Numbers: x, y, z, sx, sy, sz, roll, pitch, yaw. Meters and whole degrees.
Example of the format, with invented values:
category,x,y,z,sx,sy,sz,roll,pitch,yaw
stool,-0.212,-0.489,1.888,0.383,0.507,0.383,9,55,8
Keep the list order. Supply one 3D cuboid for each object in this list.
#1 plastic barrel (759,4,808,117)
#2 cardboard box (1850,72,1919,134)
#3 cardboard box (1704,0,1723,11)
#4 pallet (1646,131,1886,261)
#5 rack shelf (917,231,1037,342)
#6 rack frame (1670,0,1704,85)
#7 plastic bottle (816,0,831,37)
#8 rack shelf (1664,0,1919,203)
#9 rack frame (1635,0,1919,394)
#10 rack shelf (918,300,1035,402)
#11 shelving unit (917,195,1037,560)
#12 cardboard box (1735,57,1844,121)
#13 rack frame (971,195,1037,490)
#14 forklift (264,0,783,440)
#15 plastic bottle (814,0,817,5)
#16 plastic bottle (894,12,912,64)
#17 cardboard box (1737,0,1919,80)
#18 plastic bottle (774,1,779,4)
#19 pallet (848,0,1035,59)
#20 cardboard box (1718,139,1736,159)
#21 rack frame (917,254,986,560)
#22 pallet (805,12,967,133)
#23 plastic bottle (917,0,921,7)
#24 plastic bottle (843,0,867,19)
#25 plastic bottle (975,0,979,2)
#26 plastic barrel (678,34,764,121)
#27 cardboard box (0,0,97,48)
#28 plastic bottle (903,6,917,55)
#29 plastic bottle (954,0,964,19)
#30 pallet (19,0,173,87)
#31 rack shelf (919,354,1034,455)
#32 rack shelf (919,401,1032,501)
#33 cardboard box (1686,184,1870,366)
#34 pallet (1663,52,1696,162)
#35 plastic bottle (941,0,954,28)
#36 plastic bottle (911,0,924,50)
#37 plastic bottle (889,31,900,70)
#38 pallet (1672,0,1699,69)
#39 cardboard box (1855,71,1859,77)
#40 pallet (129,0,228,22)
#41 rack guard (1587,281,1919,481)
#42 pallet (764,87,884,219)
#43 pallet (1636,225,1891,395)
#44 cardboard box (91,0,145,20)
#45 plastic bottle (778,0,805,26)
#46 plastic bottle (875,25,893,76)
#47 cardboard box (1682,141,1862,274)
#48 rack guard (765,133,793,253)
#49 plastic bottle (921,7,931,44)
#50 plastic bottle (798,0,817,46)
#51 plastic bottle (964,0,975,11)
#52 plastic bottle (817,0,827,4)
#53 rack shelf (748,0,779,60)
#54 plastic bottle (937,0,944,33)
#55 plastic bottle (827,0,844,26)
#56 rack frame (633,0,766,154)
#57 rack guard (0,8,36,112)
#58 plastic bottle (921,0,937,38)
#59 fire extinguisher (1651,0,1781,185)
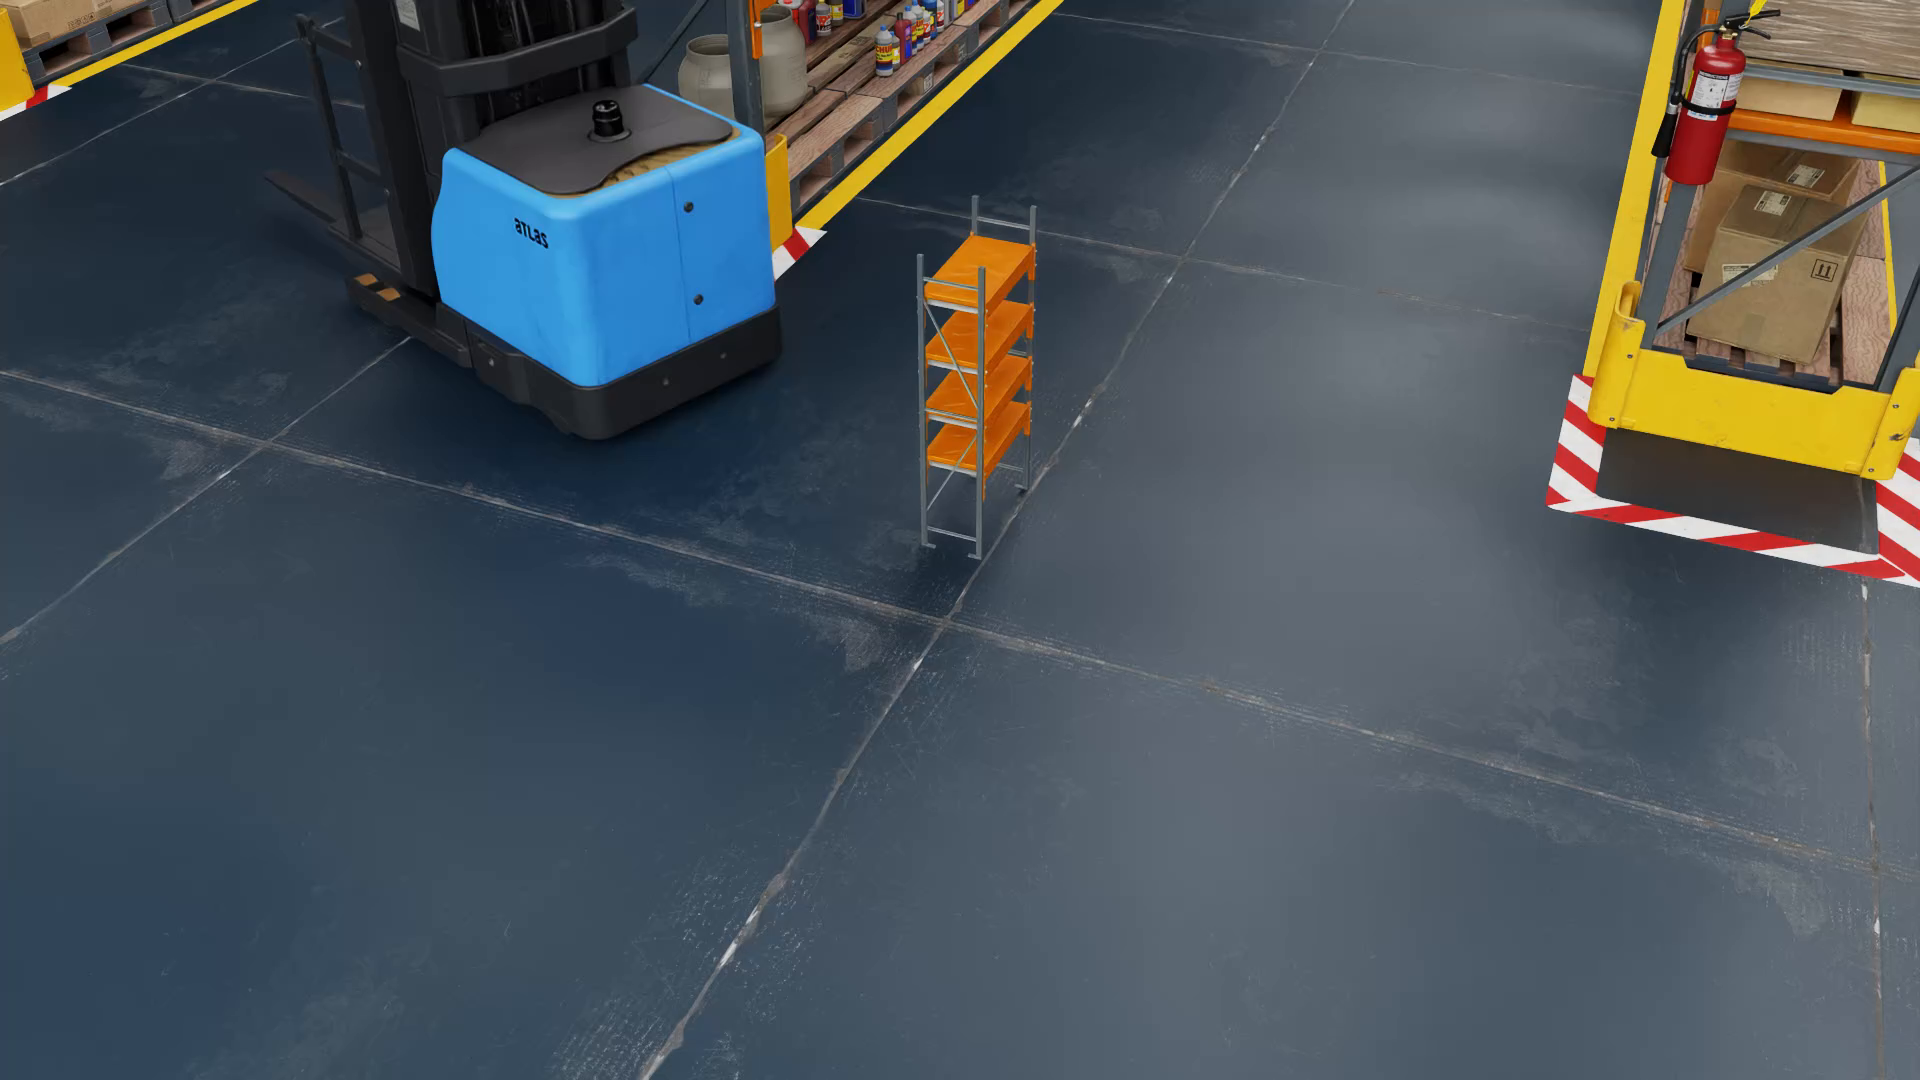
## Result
category,x,y,z,sx,sy,sz,roll,pitch,yaw
plastic barrel,-1.036,-2.569,8.909,0.421,0.512,0.421,0,37,0
cardboard box,3.503,-1.613,6.112,0.380,0.149,0.250,14,39,18
cardboard box,3.488,-2.372,6.586,0.875,0.500,0.500,14,39,18
pallet,4.011,-1.650,8.281,1.003,0.211,1.213,14,39,18
rack shelf,0.063,-0.887,5.778,0.258,0.148,0.480,14,39,18
rack frame,4.696,-3.825,8.862,1.000,3.000,0.127,14,39,18
plastic bottle,-0.816,-3.102,9.865,0.097,0.201,0.097,0,37,0
rack shelf,3.935,-2.429,7.595,1.077,0.370,4.000,14,39,18
rack frame,3.174,-1.610,5.899,1.000,3.000,0.127,14,39,18
rack shelf,0.063,-0.698,5.920,0.258,0.148,0.480,14,39,18
shelving unit,0.063,-0.572,6.013,0.258,1.200,0.503,14,39,18
cardboard box,3.092,-1.714,6.248,0.380,0.149,0.250,14,39,18
rack frame,0.156,-0.707,6.194,0.240,1.200,0.015,14,39,18
forklift,-2.177,-2.348,6.944,3.031,2.935,1.130,30,46,34
plastic bottle,-0.939,-3.150,9.867,0.152,0.276,0.135,13,39,16
plastic bottle,-0.325,-2.881,9.500,0.061,0.283,0.133,14,39,18
cardboard box,3.409,-2.068,6.179,0.875,0.500,0.500,14,39,18
plastic bottle,-1.085,-3.012,9.676,0.061,0.283,0.133,15,39,19
pallet,-0.178,-3.474,10.721,1.003,0.211,1.213,14,39,18
cardboard box,3.879,-1.800,7.890,0.500,0.500,0.500,18,40,22
rack frame,-0.030,-0.437,5.833,0.240,1.200,0.015,14,39,18
pallet,-0.641,-2.796,9.814,1.003,0.211,1.213,14,39,18
plastic bottle,-0.223,-3.269,10.019,0.061,0.283,0.133,14,39,18
plastic bottle,-0.662,-3.326,10.102,0.152,0.276,0.135,14,39,18
plastic bottle,0.064,-3.540,10.325,0.144,0.351,0.185,12,38,15
plastic barrel,-1.226,-2.292,8.538,0.421,0.512,0.421,0,37,0
cardboard box,-5.576,-3.182,9.947,0.500,0.250,0.500,14,39,18
plastic bottle,-0.298,-2.944,9.595,0.097,0.271,0.097,0,37,0
plastic bottle,-0.059,-3.361,10.086,0.144,0.351,0.185,14,39,17
pallet,-5.733,-3.185,10.334,1.003,0.211,1.213,14,39,18
rack shelf,0.063,-0.518,6.054,0.258,0.148,0.480,14,39,18
rack shelf,0.063,-0.359,6.173,0.258,0.148,0.480,14,39,18
cardboard box,3.427,-1.119,6.979,0.500,0.500,0.500,21,42,26
pallet,4.473,-2.328,9.188,1.003,0.211,1.213,14,39,18
plastic bottle,-0.124,-3.242,9.989,0.152,0.276,0.135,15,39,19
plastic bottle,-0.260,-3.000,9.669,0.097,0.271,0.097,0,37,0
plastic bottle,-0.389,-2.784,9.439,0.097,0.201,0.097,0,37,0
pallet,4.991,-3.139,10.274,1.003,0.211,1.213,14,39,18
cardboard box,3.616,-1.747,6.292,0.380,0.149,0.250,14,39,18
pallet,-5.268,-3.858,11.235,1.003,0.211,1.213,14,39,18
rack guard,3.203,-0.651,6.703,1.175,0.500,0.348,14,39,18
pallet,-1.107,-2.123,8.914,1.003,0.211,1.213,14,39,18
pallet,3.545,-0.977,7.381,1.003,0.211,1.213,14,39,18
cardboard box,-5.389,-3.460,10.319,0.500,0.250,0.500,14,39,18
plastic bottle,-0.992,-3.074,9.764,0.152,0.276,0.135,14,39,18
plastic bottle,-0.428,-2.755,9.341,0.097,0.271,0.097,0,37,0
cardboard box,3.623,-1.458,7.432,0.500,0.500,0.500,25,43,29
rack guard,-1.421,-1.790,8.227,1.175,0.500,0.348,14,39,18
plastic bottle,-0.222,-3.027,9.764,0.097,0.201,0.097,0,37,0
plastic bottle,-0.893,-3.053,9.730,0.061,0.283,0.133,14,39,18
plastic bottle,0.041,-3.413,10.212,0.061,0.283,0.133,16,40,21
plastic bottle,-0.879,-3.273,9.968,0.144,0.351,0.185,15,39,20
rack shelf,-0.645,-3.557,9.105,1.077,0.370,4.000,14,39,18
plastic bottle,-0.144,-3.140,9.916,0.097,0.201,0.097,0,37,0
plastic bottle,-0.751,-3.210,10.009,0.097,0.201,0.097,0,37,0
rack frame,-1.406,-2.738,7.408,1.000,3.000,0.127,14,39,18
rack guard,-5.995,-2.854,9.651,1.175,0.500,0.348,14,39,18
plastic bottle,-0.183,-3.112,9.819,0.097,0.271,0.097,0,37,0
fire extinguisher,2.704,-1.621,5.977,0.296,0.674,0.183,14,39,18
